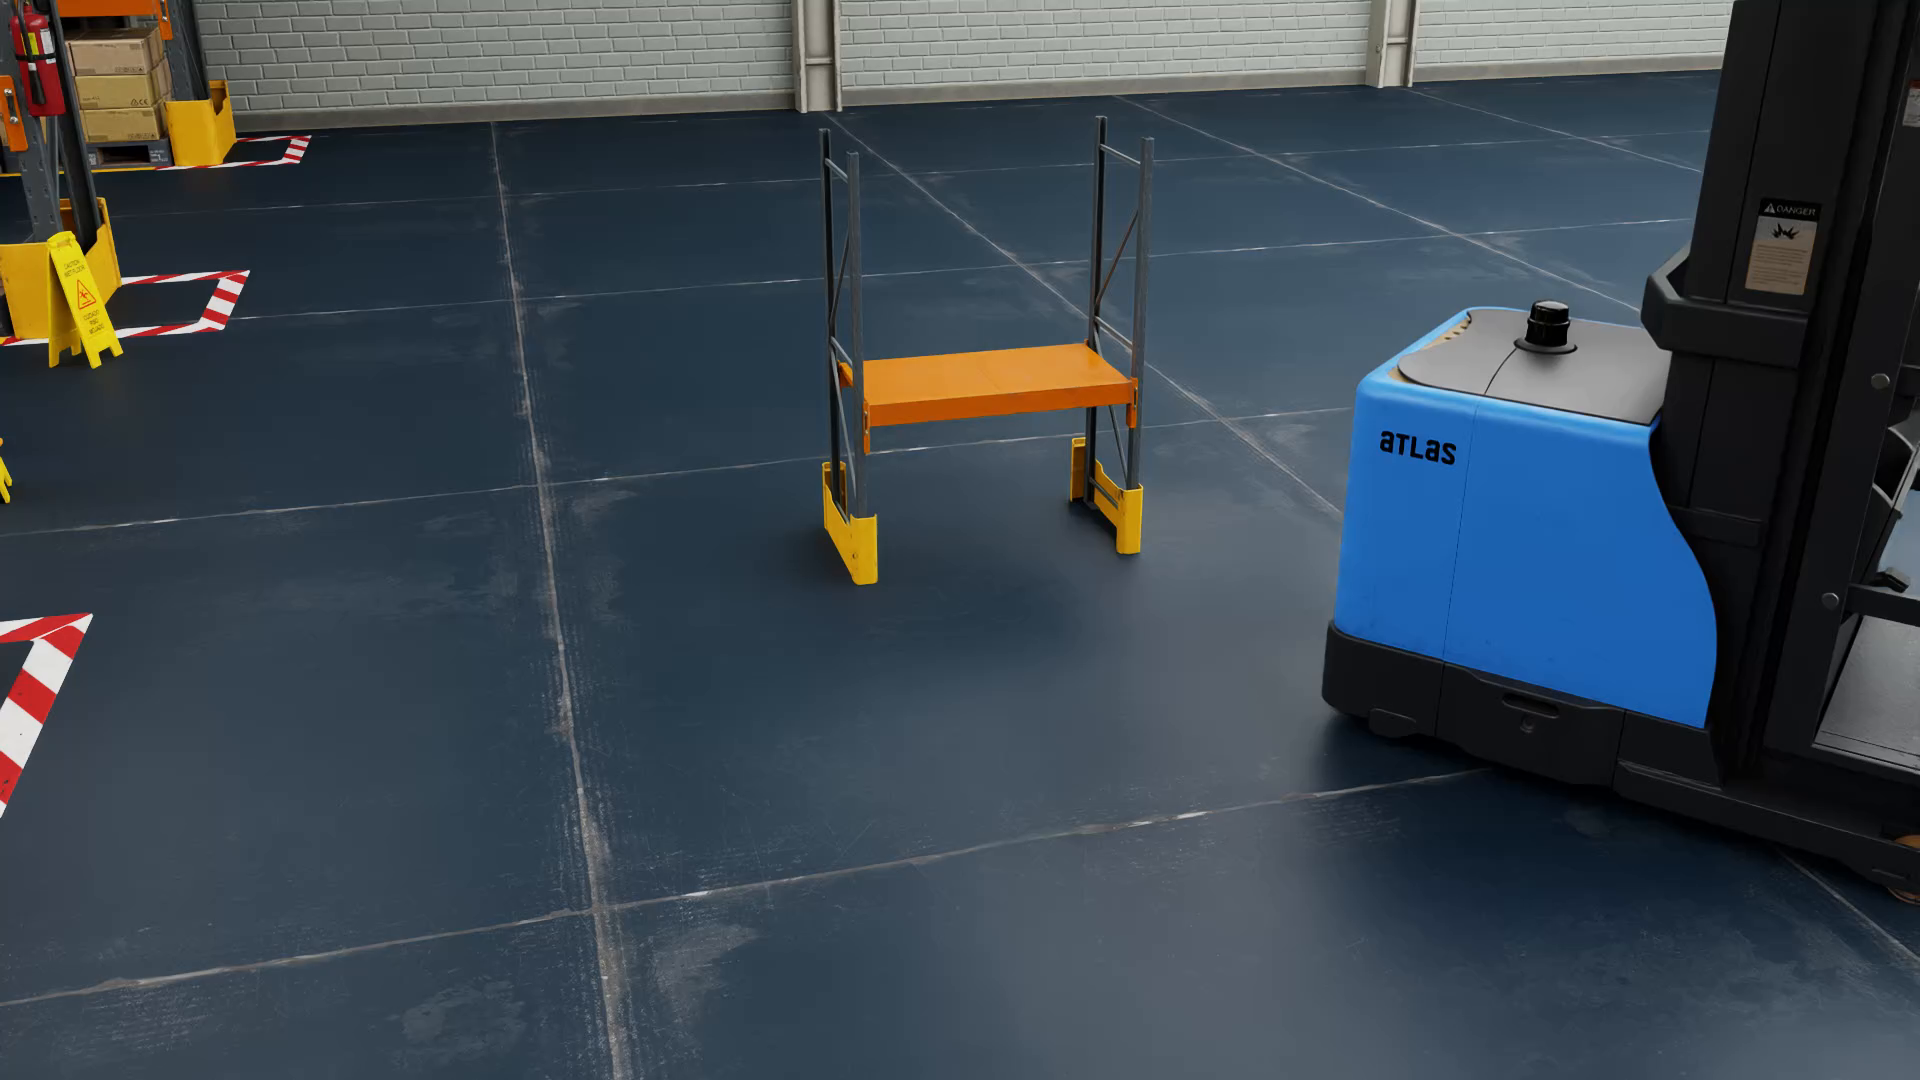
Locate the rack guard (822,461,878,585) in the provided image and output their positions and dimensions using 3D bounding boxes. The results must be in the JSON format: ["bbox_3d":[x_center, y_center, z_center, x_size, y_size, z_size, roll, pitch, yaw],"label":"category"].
[{"bbox_3d":[-0.406,-0.070,6.096,0.087,0.250,0.587,-6,24,-14],"label":"rack guard"}]

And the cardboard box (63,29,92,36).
[{"bbox_3d":[-7.197,-3.905,13.234,0.500,0.250,0.500,-6,24,-14],"label":"cardboard box"}]

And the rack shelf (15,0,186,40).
[{"bbox_3d":[-8.128,-4.007,12.696,4.000,0.370,1.077,-6,24,-14],"label":"rack shelf"}]

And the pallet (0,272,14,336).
[{"bbox_3d":[-5.723,-1.304,9.020,1.213,0.211,1.003,-6,24,-14],"label":"pallet"}]

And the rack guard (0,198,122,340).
[{"bbox_3d":[-4.931,-1.509,9.134,0.348,0.500,1.175,-6,24,-14],"label":"rack guard"}]

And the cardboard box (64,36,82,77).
[{"bbox_3d":[-7.052,-3.715,12.791,0.500,0.250,0.500,-6,24,-13],"label":"cardboard box"}]

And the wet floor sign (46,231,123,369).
[{"bbox_3d":[-4.386,-1.198,8.224,0.232,0.644,0.267,2,23,4],"label":"wet floor sign"}]

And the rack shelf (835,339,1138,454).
[{"bbox_3d":[0.082,-0.533,6.046,1.000,0.185,0.538,-6,24,-14],"label":"rack shelf"}]

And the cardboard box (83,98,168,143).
[{"bbox_3d":[-6.570,-3.310,13.114,0.500,0.250,0.500,-6,24,-14],"label":"cardboard box"}]

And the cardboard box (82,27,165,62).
[{"bbox_3d":[-6.716,-3.960,13.361,0.500,0.250,0.500,-7,24,-15],"label":"cardboard box"}]

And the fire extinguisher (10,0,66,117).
[{"bbox_3d":[-4.623,-2.468,8.296,0.183,0.674,0.296,-6,24,-14],"label":"fire extinguisher"}]

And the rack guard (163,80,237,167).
[{"bbox_3d":[-6.179,-3.404,13.550,0.348,0.500,1.175,-6,24,-14],"label":"rack guard"}]

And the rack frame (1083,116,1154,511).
[{"bbox_3d":[0.572,-0.752,6.102,0.032,1.500,0.500,-6,24,-14],"label":"rack frame"}]

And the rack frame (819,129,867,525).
[{"bbox_3d":[-0.407,-0.644,5.849,0.032,1.500,0.500,-6,24,-14],"label":"rack frame"}]

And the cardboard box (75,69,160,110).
[{"bbox_3d":[-6.587,-3.539,13.014,0.500,0.250,0.500,-7,24,-15],"label":"cardboard box"}]

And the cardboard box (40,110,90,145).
[{"bbox_3d":[-7.051,-3.260,12.999,0.500,0.250,0.500,-6,24,-14],"label":"cardboard box"}]

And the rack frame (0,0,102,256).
[{"bbox_3d":[-4.858,-2.666,8.660,0.127,3.000,1.000,-6,24,-14],"label":"rack frame"}]

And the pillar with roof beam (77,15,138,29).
[{"bbox_3d":[-5.954,-5.941,8.683,0.400,9.000,9.100,-6,24,-14],"label":"pillar with roof beam"}]

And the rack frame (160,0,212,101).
[{"bbox_3d":[-6.203,-4.550,13.051,0.127,3.000,1.000,-6,24,-14],"label":"rack frame"}]

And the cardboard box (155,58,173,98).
[{"bbox_3d":[-6.711,-3.738,13.479,0.500,0.250,0.500,-6,24,-13],"label":"cardboard box"}]

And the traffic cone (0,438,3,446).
[{"bbox_3d":[-4.297,-0.580,7.014,0.334,0.463,0.336,-6,24,-14],"label":"traffic cone"}]

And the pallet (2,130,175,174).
[{"bbox_3d":[-6.928,-3.172,13.374,1.213,0.211,1.003,-6,24,-14],"label":"pallet"}]

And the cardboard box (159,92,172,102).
[{"bbox_3d":[-6.728,-3.502,13.561,0.500,0.250,0.500,-6,24,-14],"label":"cardboard box"}]

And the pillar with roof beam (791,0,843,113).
[{"bbox_3d":[-0.177,-6.580,10.173,0.400,9.000,9.100,-6,24,-14],"label":"pillar with roof beam"}]

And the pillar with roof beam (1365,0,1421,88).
[{"bbox_3d":[5.600,-7.219,11.662,0.400,9.000,9.100,-6,24,-14],"label":"pillar with roof beam"}]

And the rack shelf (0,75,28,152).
[{"bbox_3d":[-6.784,-2.123,8.305,4.000,0.370,1.077,-6,24,-14],"label":"rack shelf"}]

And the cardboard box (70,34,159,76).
[{"bbox_3d":[-6.562,-3.772,12.923,0.500,0.250,0.500,-5,24,-13],"label":"cardboard box"}]

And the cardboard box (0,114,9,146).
[{"bbox_3d":[-7.535,-3.211,12.883,0.500,0.250,0.500,-6,24,-14],"label":"cardboard box"}]

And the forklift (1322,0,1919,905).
[{"bbox_3d":[2.590,-0.636,4.016,3.031,2.935,1.130,15,27,31],"label":"forklift"}]

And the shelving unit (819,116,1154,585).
[{"bbox_3d":[0.073,-0.697,5.973,1.083,1.500,0.587,-6,24,-14],"label":"shelving unit"}]

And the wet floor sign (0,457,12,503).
[{"bbox_3d":[-3.931,-0.471,6.528,0.232,0.644,0.267,-11,25,-23],"label":"wet floor sign"}]

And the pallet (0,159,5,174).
[{"bbox_3d":[-8.100,-3.043,13.074,1.213,0.211,1.003,-6,24,-14],"label":"pallet"}]

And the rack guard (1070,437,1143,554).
[{"bbox_3d":[0.553,-0.176,6.343,0.087,0.250,0.587,-6,24,-14],"label":"rack guard"}]

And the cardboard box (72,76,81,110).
[{"bbox_3d":[-7.073,-3.490,12.899,0.500,0.250,0.500,-7,24,-15],"label":"cardboard box"}]
